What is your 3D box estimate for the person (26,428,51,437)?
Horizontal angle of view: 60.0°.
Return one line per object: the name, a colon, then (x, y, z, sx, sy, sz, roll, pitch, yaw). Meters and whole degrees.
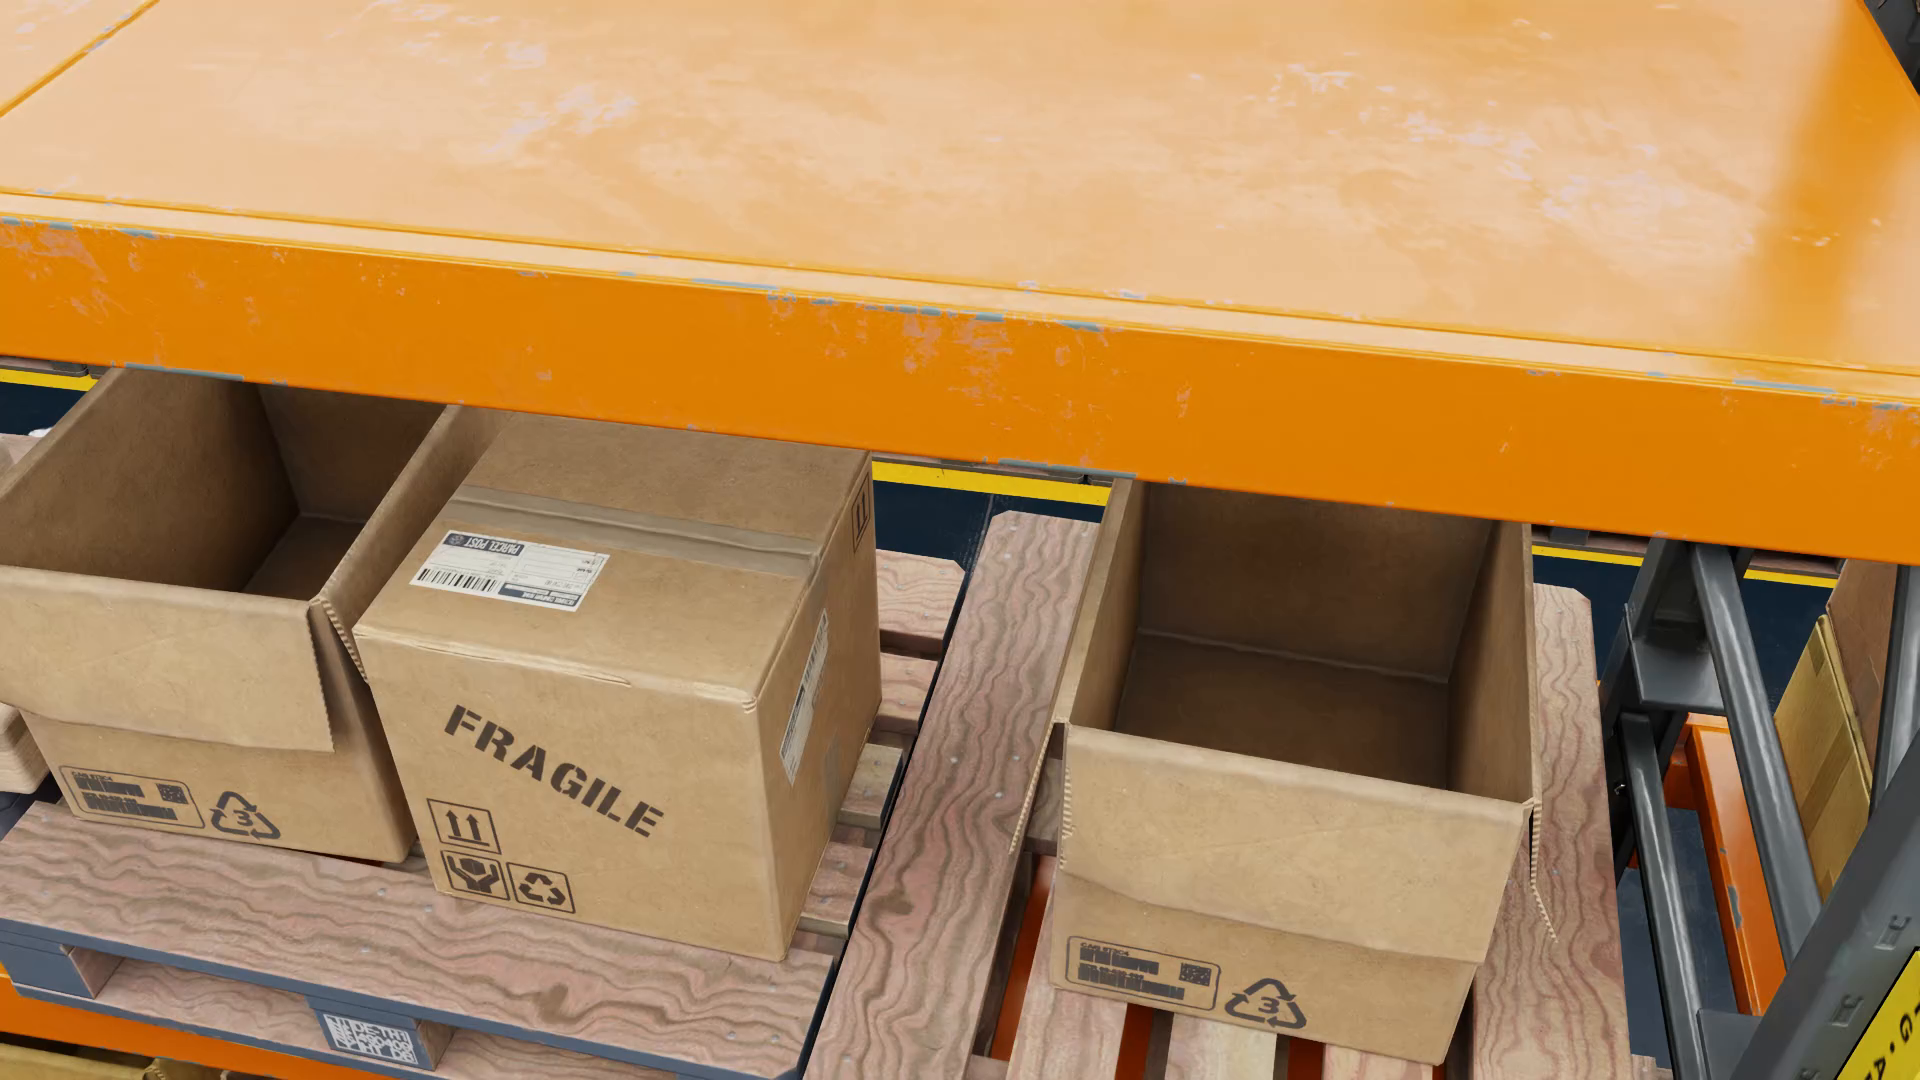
person: (-2.870, 0.344, 5.731, 0.834, 1.773, 0.592, 3, 40, 4)
